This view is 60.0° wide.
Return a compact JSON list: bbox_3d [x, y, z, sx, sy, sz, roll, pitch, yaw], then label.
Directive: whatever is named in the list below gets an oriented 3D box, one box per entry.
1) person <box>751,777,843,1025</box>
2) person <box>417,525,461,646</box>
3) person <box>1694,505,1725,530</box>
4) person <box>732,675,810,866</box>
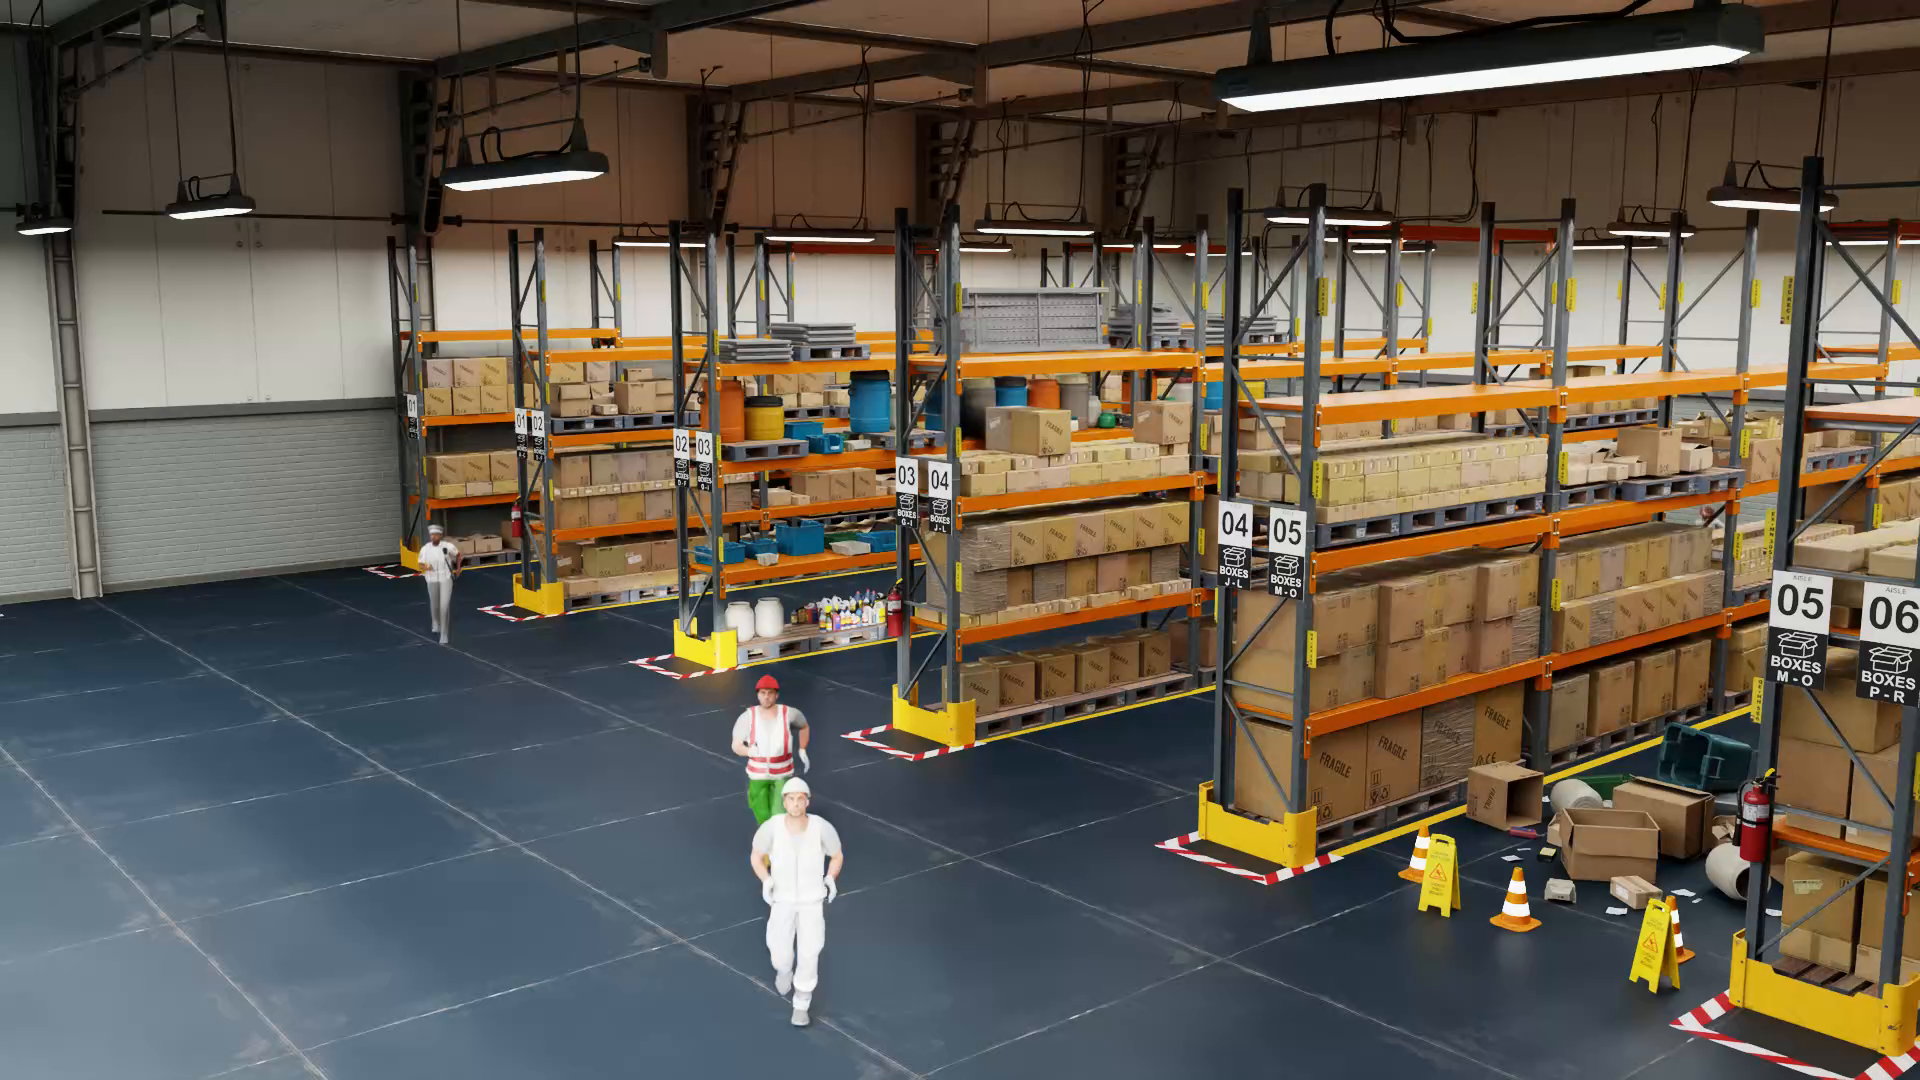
[{"bbox_3d":[-1.145,2.522,11.739,0.653,1.736,0.621,-1,9,-6],"label":"person"},{"bbox_3d":[-7.583,0.614,24.267,0.586,1.737,0.919,-2,9,-10],"label":"person"},{"bbox_3d":[12.291,0.194,27.373,0.558,1.548,0.541,-7,11,-39],"label":"person"},{"bbox_3d":[-1.635,2.067,14.414,0.654,1.834,0.855,0,9,2],"label":"person"}]
